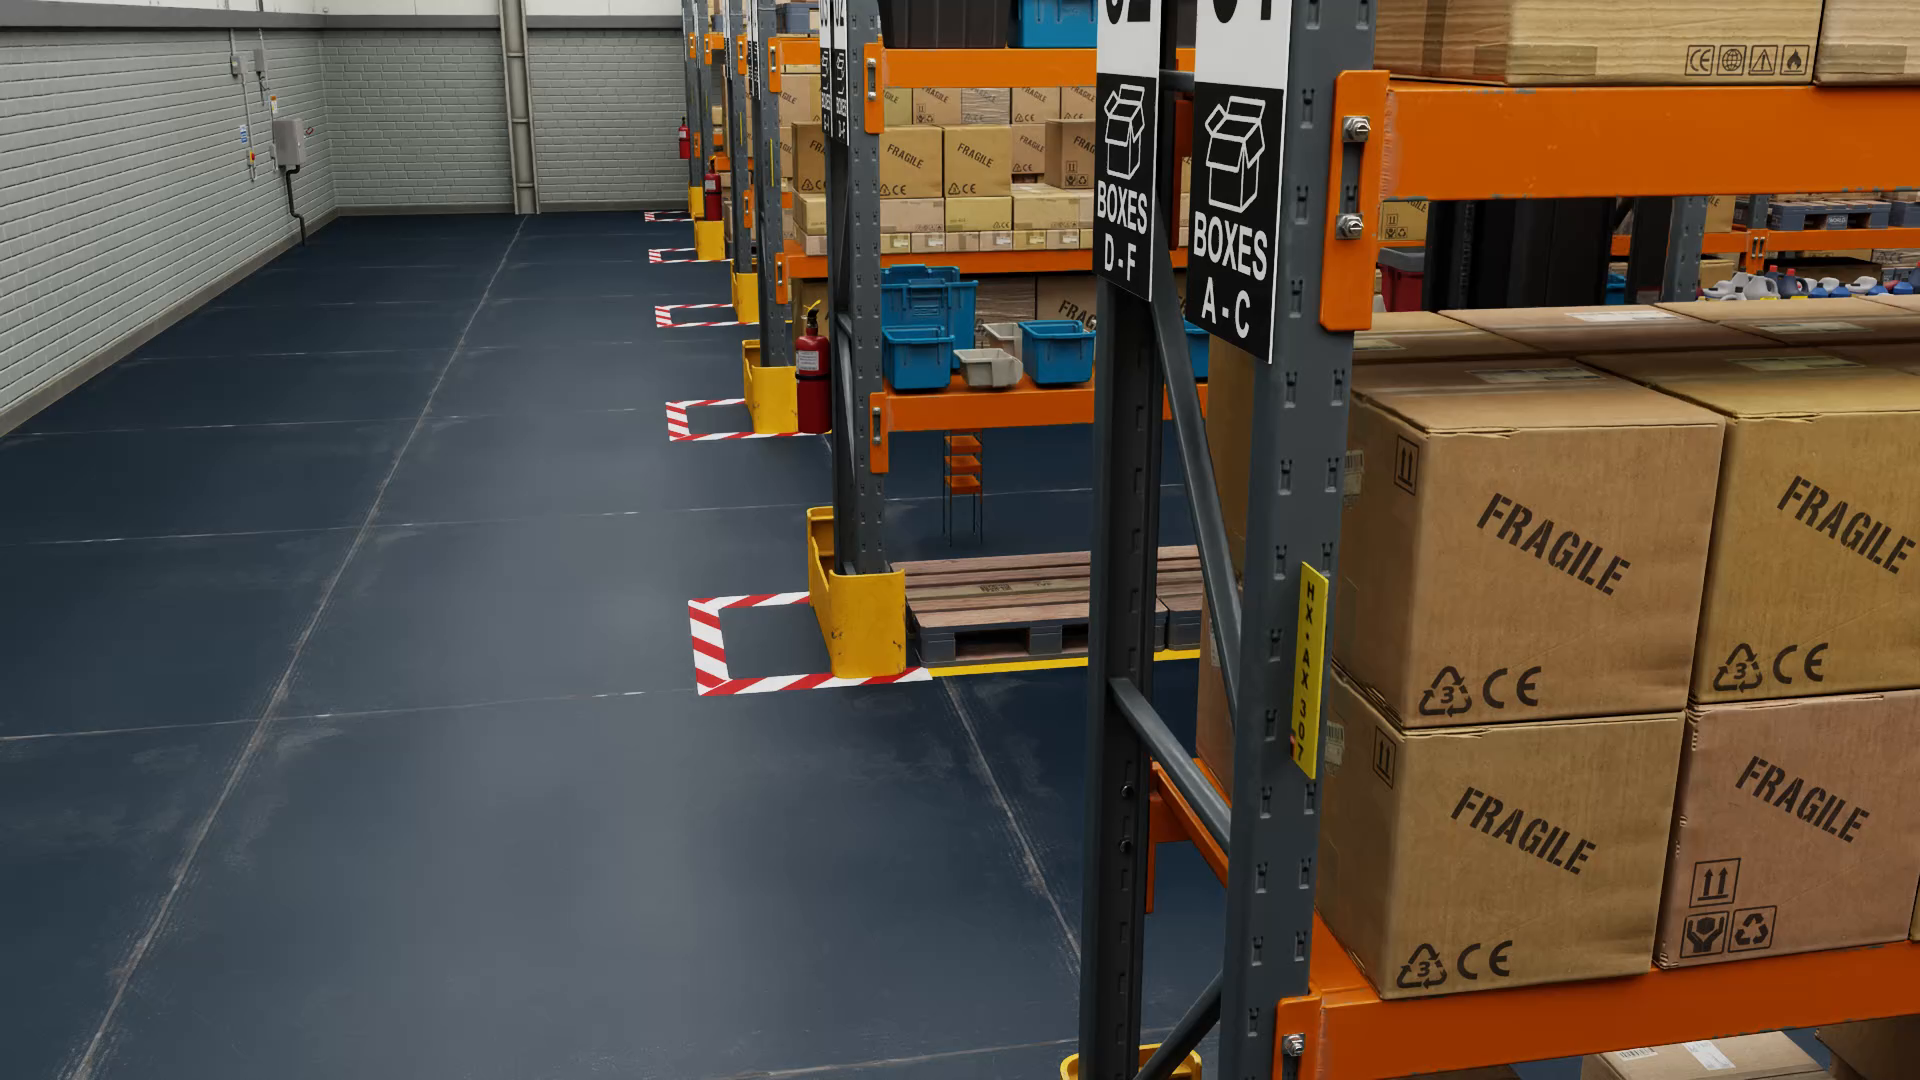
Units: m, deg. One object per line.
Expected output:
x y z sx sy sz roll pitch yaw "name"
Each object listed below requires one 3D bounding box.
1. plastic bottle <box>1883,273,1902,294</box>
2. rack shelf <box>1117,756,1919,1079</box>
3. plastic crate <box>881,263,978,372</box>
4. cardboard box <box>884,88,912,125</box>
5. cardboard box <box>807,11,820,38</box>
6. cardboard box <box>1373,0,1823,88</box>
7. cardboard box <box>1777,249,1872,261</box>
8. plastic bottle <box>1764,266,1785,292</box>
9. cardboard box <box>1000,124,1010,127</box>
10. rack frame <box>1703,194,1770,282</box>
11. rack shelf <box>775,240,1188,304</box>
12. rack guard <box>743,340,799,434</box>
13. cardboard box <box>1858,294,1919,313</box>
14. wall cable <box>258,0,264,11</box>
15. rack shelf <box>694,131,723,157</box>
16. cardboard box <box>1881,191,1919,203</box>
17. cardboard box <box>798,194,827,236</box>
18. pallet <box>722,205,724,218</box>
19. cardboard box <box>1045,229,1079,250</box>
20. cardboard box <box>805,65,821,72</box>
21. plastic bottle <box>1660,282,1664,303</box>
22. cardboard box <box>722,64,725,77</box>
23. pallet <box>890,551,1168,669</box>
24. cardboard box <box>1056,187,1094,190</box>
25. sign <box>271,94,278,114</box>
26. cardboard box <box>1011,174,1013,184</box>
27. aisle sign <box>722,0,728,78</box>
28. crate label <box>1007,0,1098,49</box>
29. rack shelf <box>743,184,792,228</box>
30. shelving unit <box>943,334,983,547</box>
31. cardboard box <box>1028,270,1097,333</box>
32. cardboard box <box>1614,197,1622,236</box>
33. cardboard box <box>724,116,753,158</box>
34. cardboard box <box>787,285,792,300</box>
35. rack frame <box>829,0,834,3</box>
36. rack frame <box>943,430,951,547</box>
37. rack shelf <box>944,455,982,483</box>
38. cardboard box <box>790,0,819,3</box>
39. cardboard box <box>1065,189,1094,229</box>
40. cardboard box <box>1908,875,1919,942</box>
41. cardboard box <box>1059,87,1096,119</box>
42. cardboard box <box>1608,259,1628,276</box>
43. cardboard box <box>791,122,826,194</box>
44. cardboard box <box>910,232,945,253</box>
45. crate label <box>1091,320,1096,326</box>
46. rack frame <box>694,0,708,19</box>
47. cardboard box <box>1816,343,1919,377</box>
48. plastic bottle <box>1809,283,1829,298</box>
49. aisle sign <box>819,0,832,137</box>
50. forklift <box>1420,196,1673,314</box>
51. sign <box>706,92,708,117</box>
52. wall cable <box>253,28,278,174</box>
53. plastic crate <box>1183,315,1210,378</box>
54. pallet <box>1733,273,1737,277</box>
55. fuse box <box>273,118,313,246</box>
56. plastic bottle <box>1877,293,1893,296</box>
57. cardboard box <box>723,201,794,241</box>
5.184 -1.346 9.284 0.133 0.283 0.061 -3 17 -10 "plastic bottle"
2.398 0.692 3.676 4.000 0.370 1.077 -3 17 -10 "rack shelf"
-0.208 -1.087 8.080 0.499 0.435 0.616 -3 17 -10 "plastic crate"
-0.783 -4.501 16.978 0.500 0.500 0.500 -4 17 -12 "cardboard box"
-1.276 -5.174 16.694 0.500 0.250 0.500 -3 17 -9 "cardboard box"
0.987 -0.858 2.644 0.500 0.250 0.500 -3 17 -10 "cardboard box"
10.130 -3.701 19.655 0.875 0.875 0.875 -3 17 -10 "cardboard box"
4.448 -1.324 9.097 0.185 0.351 0.144 -3 17 -10 "plastic bottle"
0.224 -4.081 17.312 0.500 0.500 0.500 -3 17 -11 "cardboard box"
6.413 -2.842 13.957 0.127 3.000 1.000 -3 17 -10 "rack frame"
0.522 -2.164 12.974 4.000 0.370 1.077 -3 17 -10 "rack shelf"
-1.465 -1.200 12.869 0.348 0.500 1.175 -3 17 -10 "rack guard"
2.327 -0.258 3.669 0.500 0.500 0.500 -3 17 -9 "cardboard box"
-9.484 -8.763 22.953 0.133 3.039 2.988 -3 17 -10 "wall cable"
-2.303 -6.452 26.934 4.000 0.370 1.077 -3 17 -10 "rack shelf"
8.103 -2.998 14.005 0.500 0.250 0.500 -4 17 -12 "cardboard box"
-0.919 -2.416 12.318 0.500 0.250 0.500 -4 17 -12 "cardboard box"
-3.409 -5.400 27.034 1.213 0.211 1.003 -3 17 -10 "pallet"
0.737 -2.302 12.627 0.250 0.149 0.380 -3 17 -10 "cardboard box"
-1.897 -6.096 21.571 0.250 0.149 0.380 -3 17 -10 "cardboard box"
3.751 -1.248 8.976 0.135 0.276 0.152 -3 17 -10 "plastic bottle"
-2.920 -6.029 21.355 0.250 0.149 0.380 -3 17 -9 "cardboard box"
0.315 0.329 8.380 1.213 0.211 1.003 -3 17 -10 "pallet"
0.978 -2.683 13.186 0.500 0.250 0.500 -3 17 -9 "cardboard box"
-9.301 -5.914 22.550 0.001 0.242 0.339 -3 17 -10 "sign"
0.384 -3.777 17.428 0.250 0.149 0.380 -4 18 -13 "cardboard box"
-2.412 -5.157 17.066 0.004 0.787 0.394 -3 17 -10 "aisle sign"
0.466 -2.290 7.303 0.502 0.251 0.408 -3 17 -10 "crate label"
-0.319 -3.600 17.648 4.000 0.370 1.077 -3 17 -10 "rack shelf"
0.014 -0.574 9.638 0.189 1.200 0.258 -3 17 -10 "shelving unit"
0.939 -1.741 13.274 0.875 0.875 0.875 -3 17 -10 "cardboard box"
4.976 -2.735 13.438 0.500 0.500 0.500 -4 17 -12 "cardboard box"
-2.795 -5.245 21.610 0.500 0.500 0.500 -3 17 -11 "cardboard box"
-1.708 -2.607 17.331 0.250 0.149 0.380 -3 17 -9 "cardboard box"
-0.502 -3.837 6.977 0.127 3.000 1.000 -3 17 -10 "rack frame"
-0.076 -0.569 9.622 0.006 1.200 0.240 -3 17 -10 "rack frame"
0.014 -0.417 9.687 0.180 0.103 0.258 -3 17 -10 "rack shelf"
-0.941 -4.171 12.119 0.500 0.500 0.700 -4 18 -14 "cardboard box"
1.094 -2.532 12.695 0.500 0.250 0.500 -3 17 -9 "cardboard box"
1.919 0.405 3.213 0.500 0.500 0.500 -3 17 -11 "cardboard box"
1.234 -4.619 17.361 0.500 0.500 0.500 -4 17 -12 "cardboard box"
4.855 -1.948 13.947 0.875 0.875 1.225 -3 17 -10 "cardboard box"
-1.013 -2.929 12.709 0.500 0.500 0.500 -3 17 -10 "cardboard box"
-0.271 -2.245 12.441 0.250 0.149 0.380 -4 17 -11 "cardboard box"
0.821 -1.004 8.318 0.243 0.136 0.396 -3 17 -10 "crate label"
-3.321 -8.121 20.927 0.127 3.000 1.000 -3 17 -10 "rack frame"
1.924 -0.073 3.067 0.500 0.500 0.500 -3 17 -10 "cardboard box"
4.647 -1.259 9.021 0.097 0.271 0.097 0 17 0 "plastic bottle"
-0.628 -2.292 7.738 0.004 0.787 0.394 -3 17 -10 "aisle sign"
2.723 -0.636 6.891 3.031 2.935 1.130 -3 17 -10 "forklift"
-3.222 -5.545 21.147 0.005 0.325 0.100 -3 17 -10 "sign"
-9.134 -5.827 21.943 0.122 1.984 0.588 -3 17 -10 "wall cable"
1.096 -0.910 7.848 0.300 0.233 0.416 -3 17 -10 "plastic crate"
8.756 -3.103 19.555 1.213 0.211 1.003 -3 17 -10 "pallet"
-9.108 -4.931 22.950 0.414 1.711 0.539 -3 17 -10 "fuse box"
4.833 -1.144 8.638 0.135 0.276 0.152 -3 17 -10 "plastic bottle"
-2.692 -4.295 22.335 0.875 0.438 0.875 -4 17 -12 "cardboard box"
